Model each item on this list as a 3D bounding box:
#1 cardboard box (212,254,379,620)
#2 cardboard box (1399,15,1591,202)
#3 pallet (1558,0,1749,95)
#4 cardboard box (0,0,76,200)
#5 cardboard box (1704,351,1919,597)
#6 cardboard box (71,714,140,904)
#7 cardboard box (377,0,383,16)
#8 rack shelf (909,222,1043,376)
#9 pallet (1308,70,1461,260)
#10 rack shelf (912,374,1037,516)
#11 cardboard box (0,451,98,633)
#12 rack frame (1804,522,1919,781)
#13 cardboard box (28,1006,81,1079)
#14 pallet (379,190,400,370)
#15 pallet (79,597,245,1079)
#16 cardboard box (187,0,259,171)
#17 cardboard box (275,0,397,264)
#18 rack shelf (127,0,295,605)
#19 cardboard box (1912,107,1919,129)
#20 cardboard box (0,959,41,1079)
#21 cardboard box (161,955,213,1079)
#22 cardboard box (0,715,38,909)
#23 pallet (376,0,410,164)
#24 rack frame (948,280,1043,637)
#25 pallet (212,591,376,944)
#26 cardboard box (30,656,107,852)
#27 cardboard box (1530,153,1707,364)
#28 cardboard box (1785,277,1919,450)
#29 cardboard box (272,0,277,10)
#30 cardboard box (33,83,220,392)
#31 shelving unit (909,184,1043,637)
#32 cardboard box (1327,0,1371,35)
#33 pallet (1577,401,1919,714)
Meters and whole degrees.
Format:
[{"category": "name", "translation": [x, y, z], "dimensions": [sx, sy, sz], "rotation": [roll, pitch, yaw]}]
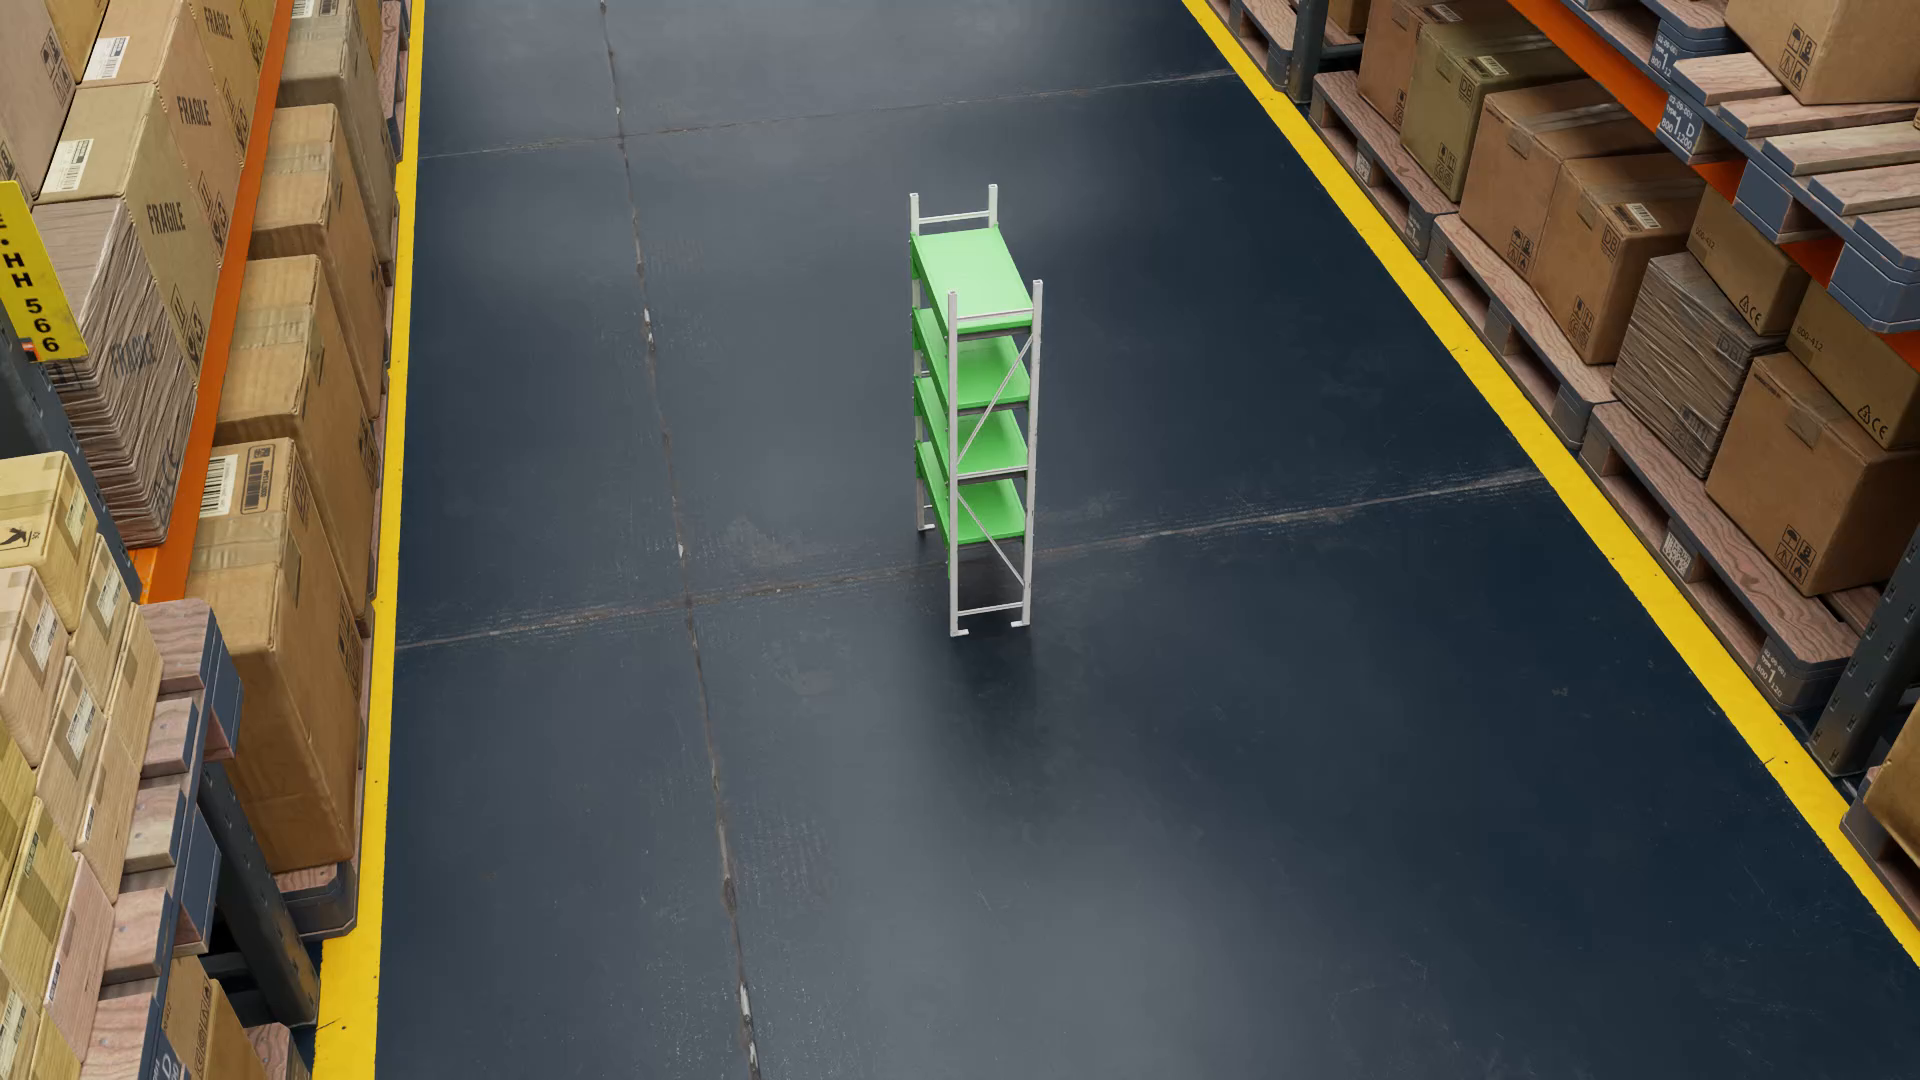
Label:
[{"category": "cardboard box", "translation": [-2.262, -0.225, 4.622], "dimensions": [1.050, 0.750, 0.750], "rotation": [-8, 42, -9]}, {"category": "cardboard box", "translation": [2.171, -1.690, 6.446], "dimensions": [0.700, 0.500, 0.500], "rotation": [-9, 42, -10]}, {"category": "pallet", "translation": [2.371, -1.786, 5.147], "dimensions": [1.003, 0.211, 1.213], "rotation": [-8, 42, -9]}, {"category": "cardboard box", "translation": [-2.224, -0.967, 3.251], "dimensions": [0.700, 0.500, 0.500], "rotation": [-9, 42, -10]}, {"category": "cardboard box", "translation": [2.674, -0.242, 4.815], "dimensions": [0.700, 0.500, 0.500], "rotation": [-10, 43, -12]}, {"category": "cardboard box", "translation": [-1.420, 0.416, 2.394], "dimensions": [0.380, 0.149, 0.250], "rotation": [-8, 42, -9]}, {"category": "cardboard box", "translation": [-3.156, -2.892, 7.533], "dimensions": [0.875, 0.875, 0.875], "rotation": [-8, 42, -9]}, {"category": "rack shelf", "translation": [0.036, -0.653, 4.455], "dimensions": [0.258, 0.148, 0.480], "rotation": [-8, 42, -9]}, {"category": "pallet", "translation": [2.144, -1.626, 6.923], "dimensions": [1.003, 0.211, 1.213], "rotation": [-8, 42, -9]}, {"category": "rack shelf", "translation": [0.036, -0.294, 4.773], "dimensions": [0.258, 0.148, 0.480], "rotation": [-8, 42, -9]}, {"category": "cardboard box", "translation": [-1.473, 0.031, 2.380], "dimensions": [0.380, 0.149, 0.250], "rotation": [-10, 43, -11]}, {"category": "rack frame", "translation": [2.838, -0.581, 3.645], "dimensions": [1.000, 3.000, 0.127], "rotation": [-8, 42, -9]}, {"category": "cardboard box", "translation": [-1.313, 0.745, 2.024], "dimensions": [0.380, 0.149, 0.250], "rotation": [-9, 42, -10]}, {"category": "pallet", "translation": [-2.650, -0.996, 6.213], "dimensions": [1.003, 0.211, 1.213], "rotation": [-8, 42, -9]}, {"category": "pallet", "translation": [-1.769, 0.583, 2.478], "dimensions": [1.213, 0.211, 1.003], "rotation": [-8, 42, -9]}, {"category": "cardboard box", "translation": [-2.186, -1.282, 4.359], "dimensions": [0.500, 0.500, 0.500], "rotation": [-9, 42, -10]}, {"category": "cardboard box", "translation": [-2.668, -1.455, 6.007], "dimensions": [1.050, 0.750, 0.750], "rotation": [-9, 42, -10]}, {"category": "rack shelf", "translation": [-2.458, -0.963, 4.617], "dimensions": [1.077, 0.370, 4.000], "rotation": [-8, 42, -9]}, {"category": "cardboard box", "translation": [2.683, -1.120, 3.860], "dimensions": [0.500, 0.500, 0.500], "rotation": [-13, 43, -15]}, {"category": "cardboard box", "translation": [-1.303, 0.650, 1.907], "dimensions": [0.380, 0.149, 0.250], "rotation": [-8, 42, -9]}, {"category": "cardboard box", "translation": [-1.623, 0.968, 2.902], "dimensions": [0.500, 0.250, 0.500], "rotation": [-9, 42, -10]}, {"category": "cardboard box", "translation": [-1.365, 0.364, 2.005], "dimensions": [0.380, 0.149, 0.250], "rotation": [-7, 42, -8]}, {"category": "pallet", "translation": [-2.978, -1.990, 7.332], "dimensions": [1.003, 0.211, 1.213], "rotation": [-8, 42, -9]}, {"category": "rack frame", "translation": [0.088, -0.183, 4.553], "dimensions": [0.240, 1.200, 0.015], "rotation": [-8, 42, -9]}, {"category": "pallet", "translation": [-2.123, 0.585, 4.431], "dimensions": [1.003, 0.211, 1.213], "rotation": [-8, 42, -9]}, {"category": "cardboard box", "translation": [-1.416, 0.318, 2.281], "dimensions": [0.380, 0.149, 0.250], "rotation": [-7, 42, -8]}, {"category": "cardboard box", "translation": [2.413, -0.966, 5.630], "dimensions": [0.700, 0.500, 0.500], "rotation": [-5, 42, -6]}, {"category": "cardboard box", "translation": [2.664, -0.521, 4.564], "dimensions": [0.500, 0.250, 0.500], "rotation": [-7, 42, -8]}, {"category": "cardboard box", "translation": [-2.407, -1.938, 5.099], "dimensions": [0.500, 0.500, 0.500], "rotation": [-9, 42, -10]}, {"category": "cardboard box", "translation": [-1.972, -0.632, 3.627], "dimensions": [0.500, 0.500, 0.500], "rotation": [-9, 42, -10]}, {"category": "shelving unit", "translation": [0.036, -0.341, 4.731], "dimensions": [0.258, 1.200, 0.503], "rotation": [-8, 42, -9]}, {"category": "cardboard box", "translation": [1.928, -2.661, 7.555], "dimensions": [0.500, 0.500, 0.500], "rotation": [-10, 42, -11]}, {"category": "pallet", "translation": [2.671, -0.045, 5.141], "dimensions": [1.003, 0.211, 1.213], "rotation": [-8, 42, -9]}]
